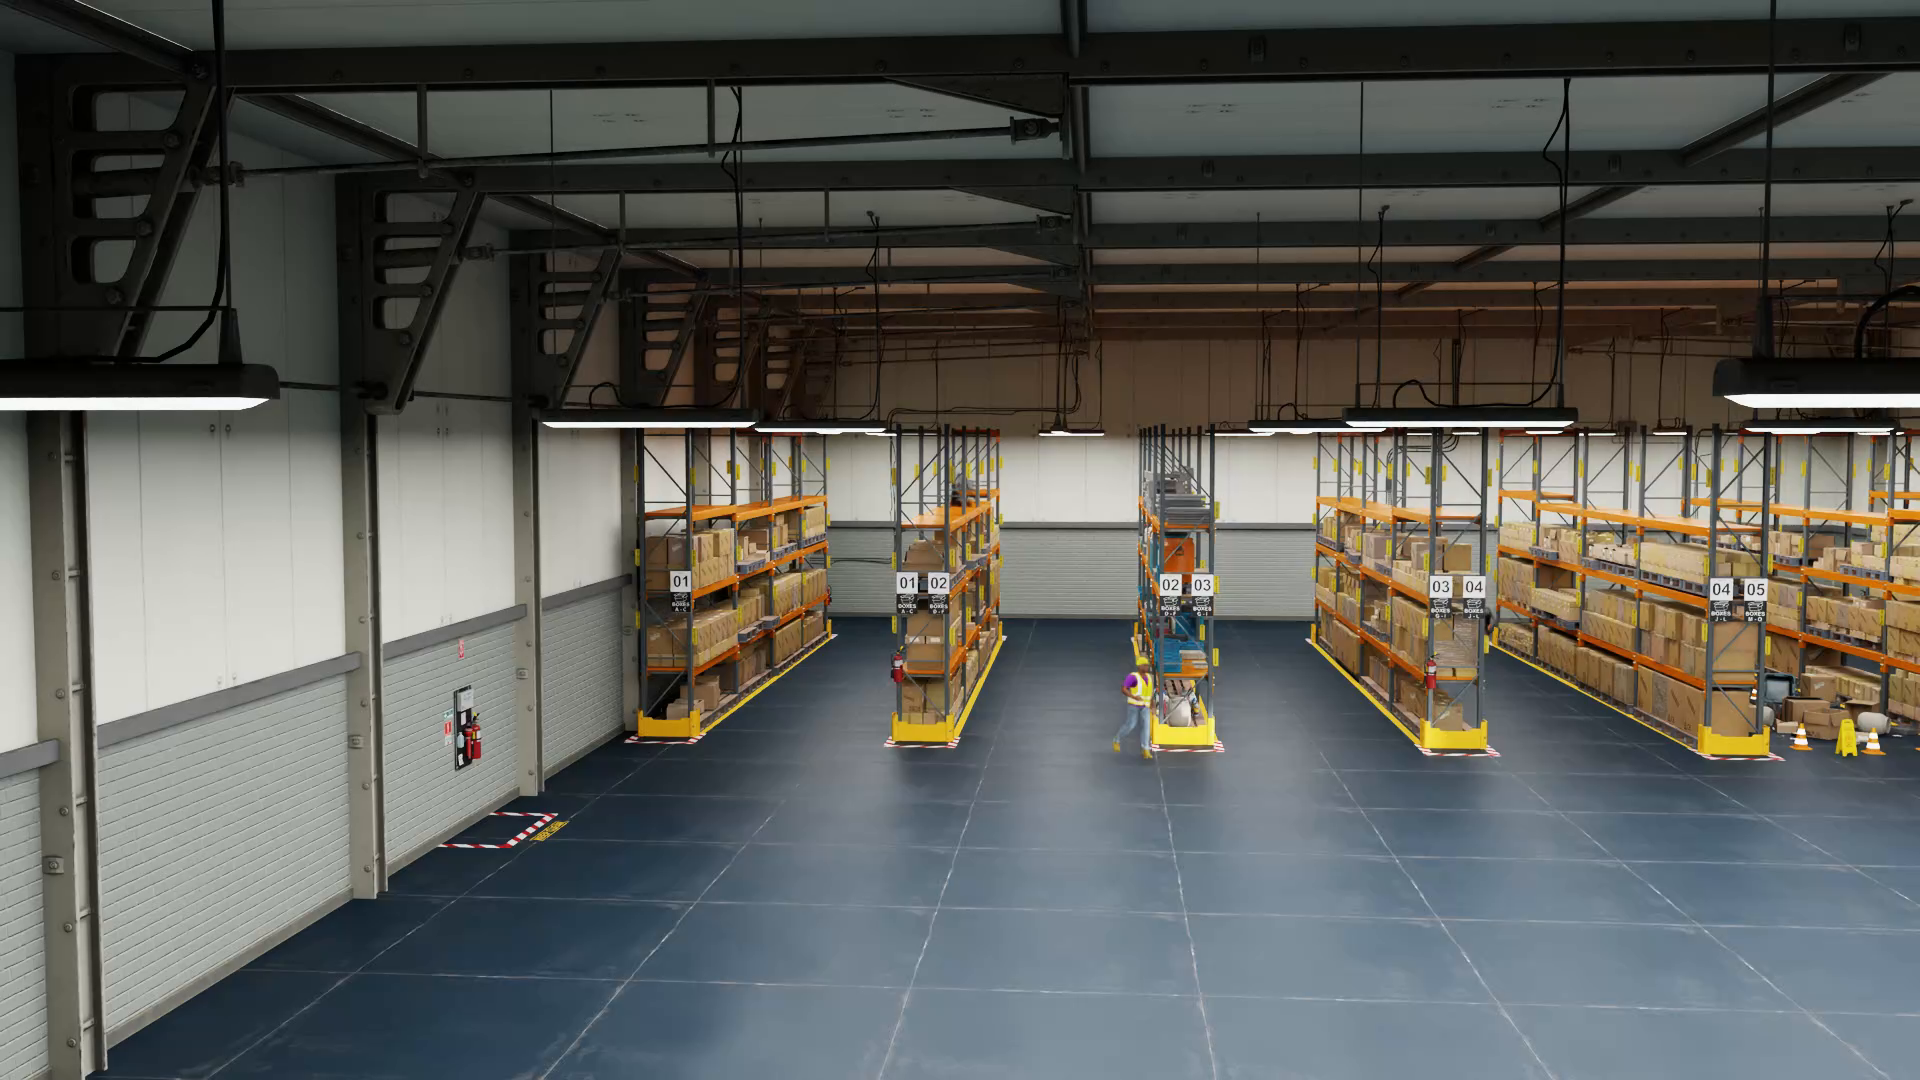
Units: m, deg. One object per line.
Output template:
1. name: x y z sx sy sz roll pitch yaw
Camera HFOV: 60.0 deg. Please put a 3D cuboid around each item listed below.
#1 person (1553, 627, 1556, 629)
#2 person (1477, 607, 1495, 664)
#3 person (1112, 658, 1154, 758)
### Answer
1. person: 16.704 2.079 46.434 0.678 1.648 0.657 -2 4 -31
2. person: 13.280 2.311 42.379 0.660 1.696 0.578 1 4 13
3. person: 3.269 3.005 30.073 0.758 1.750 0.958 -2 4 -32
